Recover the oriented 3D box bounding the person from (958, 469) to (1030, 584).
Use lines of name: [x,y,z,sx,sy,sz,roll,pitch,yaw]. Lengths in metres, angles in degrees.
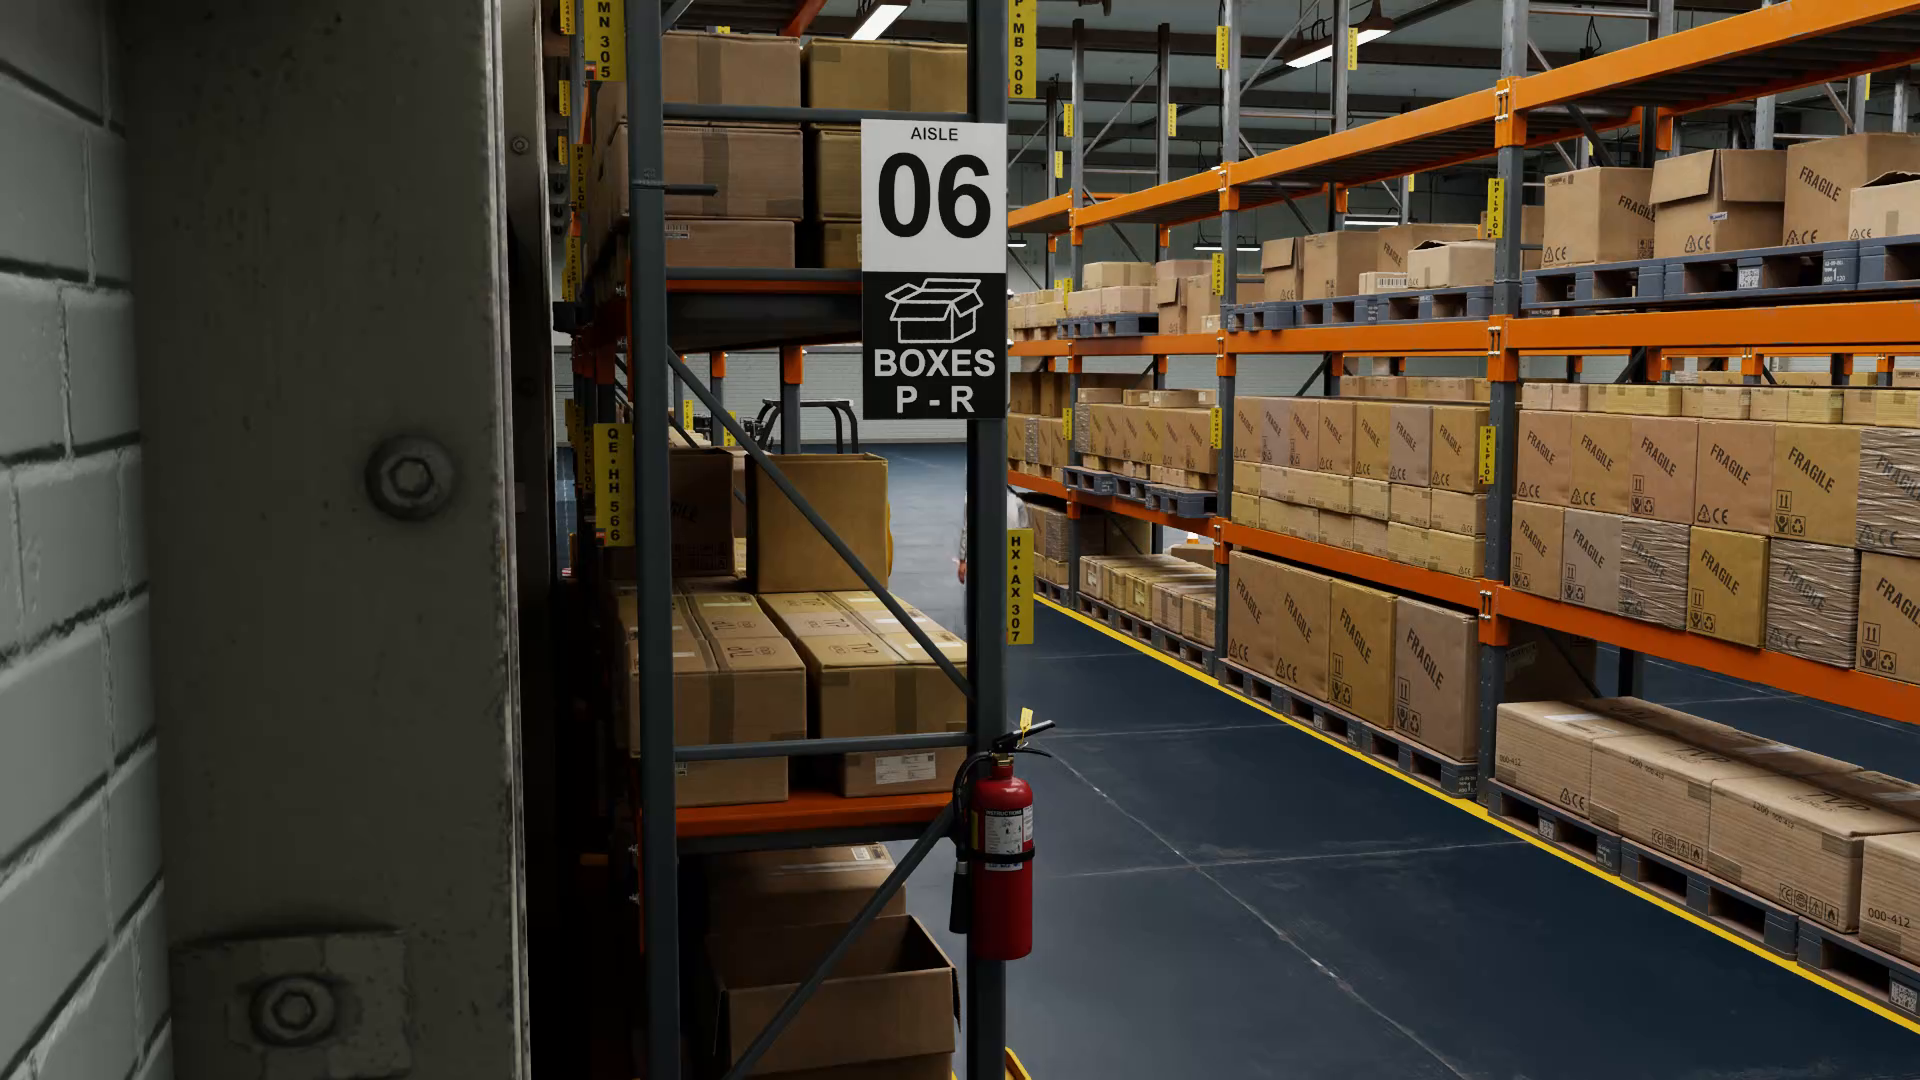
person: [0.322,0.221,13.847,0.584,1.818,0.715,-2,6,-16]
